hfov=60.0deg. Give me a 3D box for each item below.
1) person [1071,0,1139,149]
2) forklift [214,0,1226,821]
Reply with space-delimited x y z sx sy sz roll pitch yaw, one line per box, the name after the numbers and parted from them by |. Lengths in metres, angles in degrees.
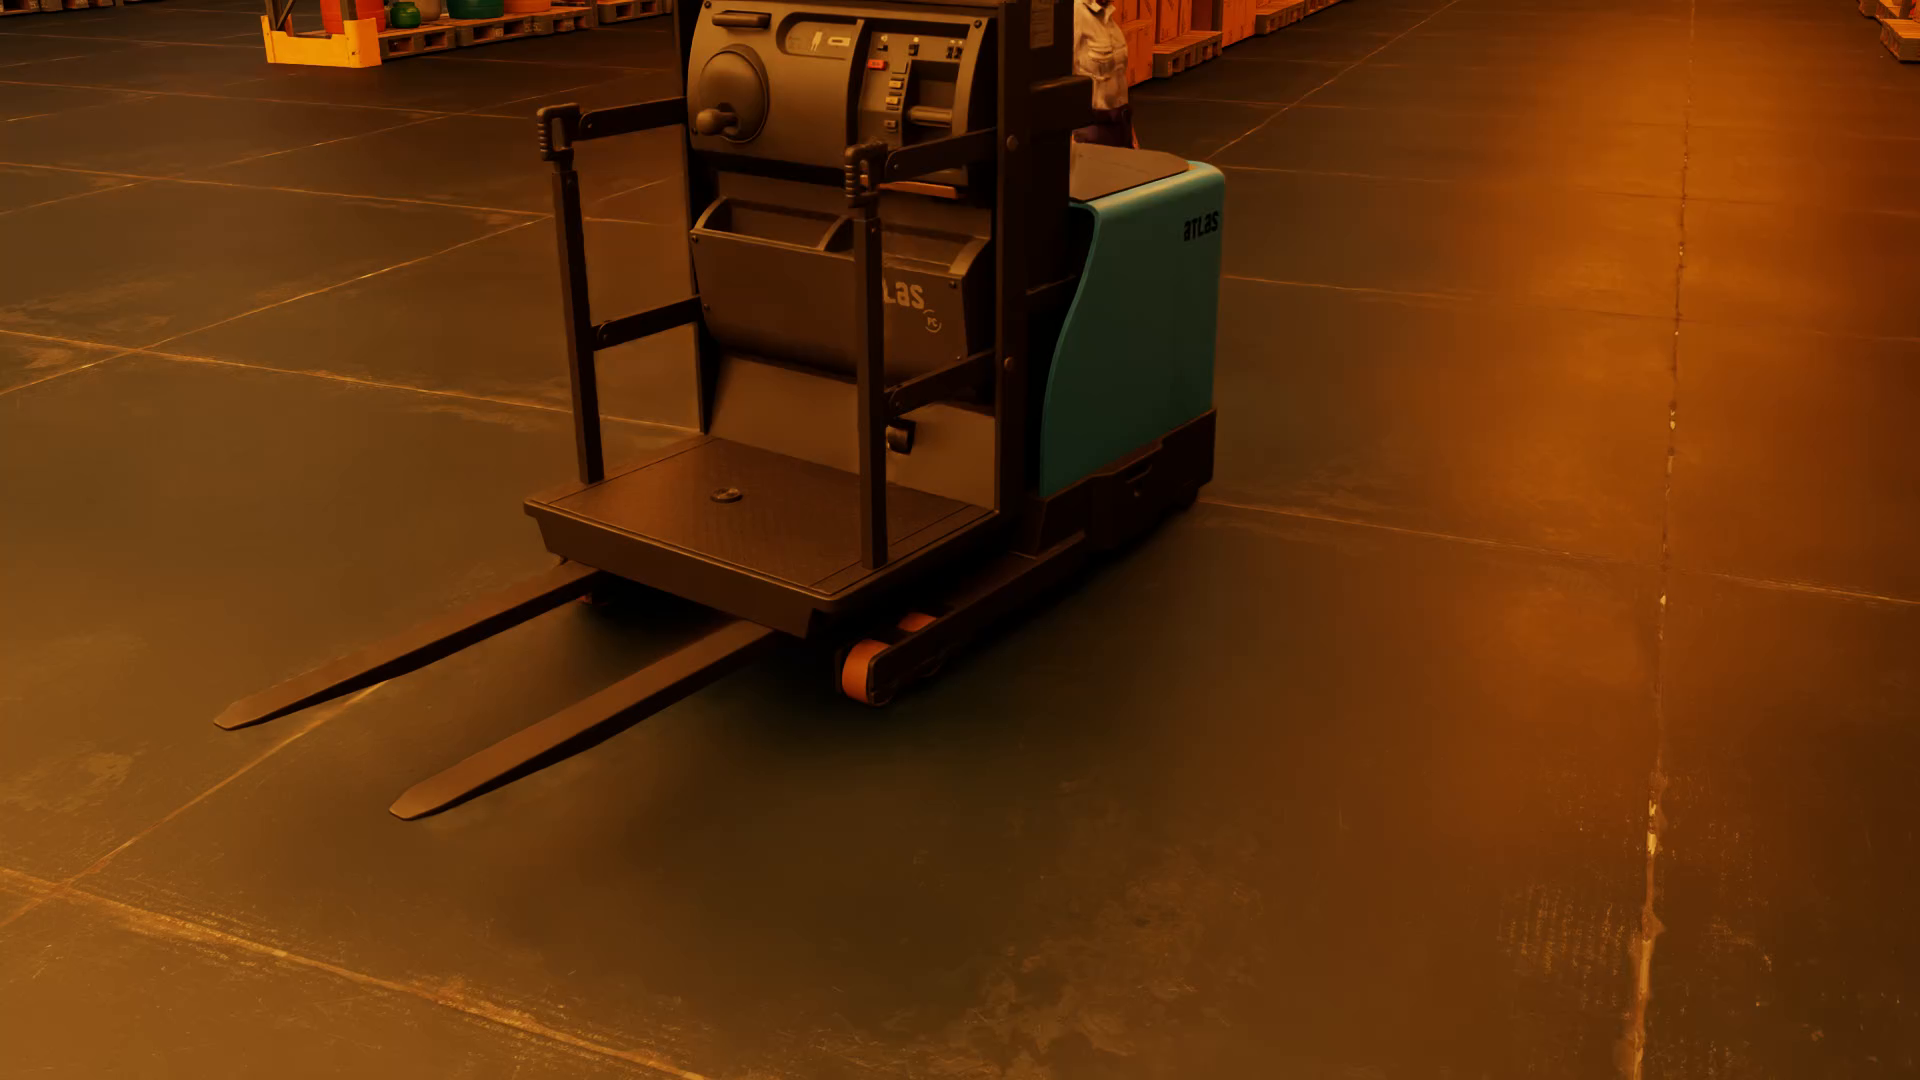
0.632 -1.582 6.765 0.543 1.647 0.578 11 25 25 | person
-0.450 -1.153 4.050 1.130 2.935 3.031 16 27 33 | forklift
